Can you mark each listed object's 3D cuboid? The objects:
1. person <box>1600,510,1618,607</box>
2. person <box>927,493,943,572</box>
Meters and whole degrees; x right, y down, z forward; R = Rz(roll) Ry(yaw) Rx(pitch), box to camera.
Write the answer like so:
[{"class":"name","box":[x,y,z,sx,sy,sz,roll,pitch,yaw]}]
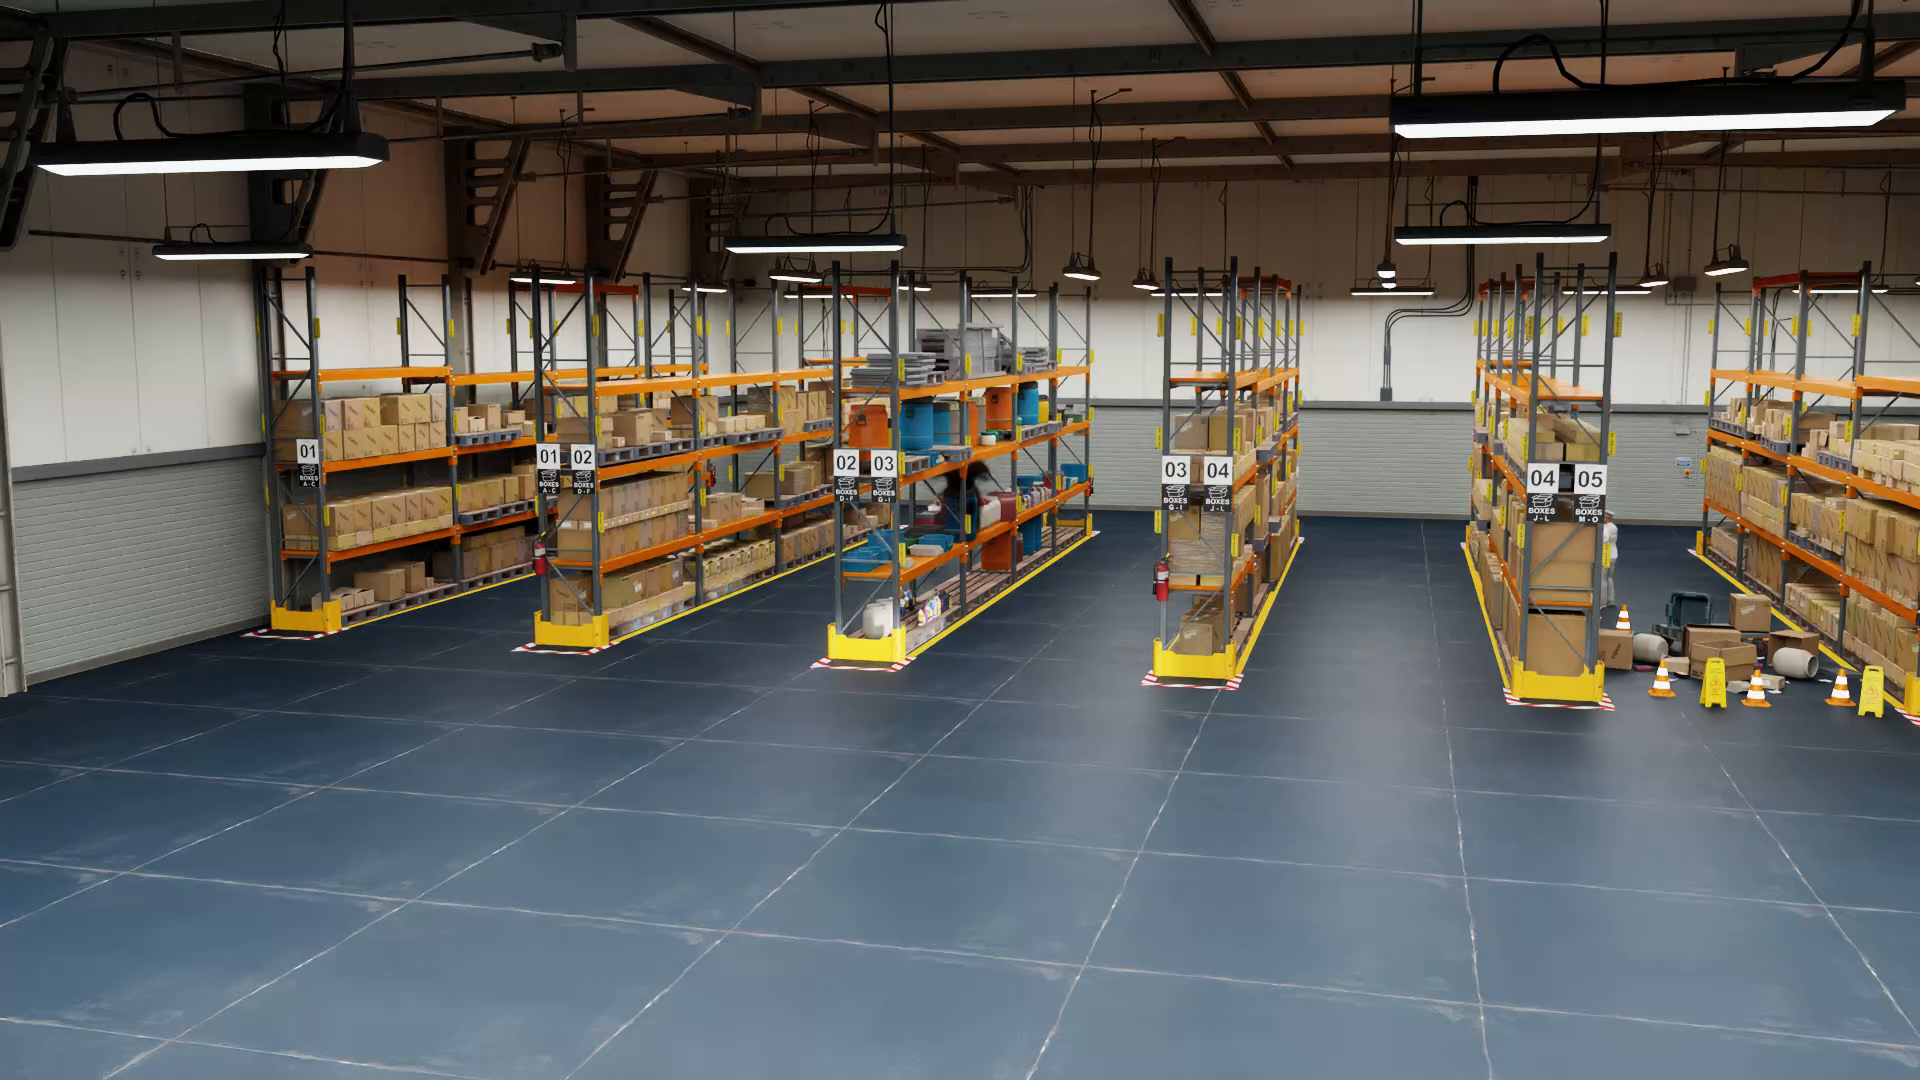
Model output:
[{"class":"person","box":[11.682,0.330,30.094,0.722,1.794,0.396,-6,9,-39]},{"class":"person","box":[-0.477,-0.187,34.535,0.494,1.632,0.962,3,8,21]}]
